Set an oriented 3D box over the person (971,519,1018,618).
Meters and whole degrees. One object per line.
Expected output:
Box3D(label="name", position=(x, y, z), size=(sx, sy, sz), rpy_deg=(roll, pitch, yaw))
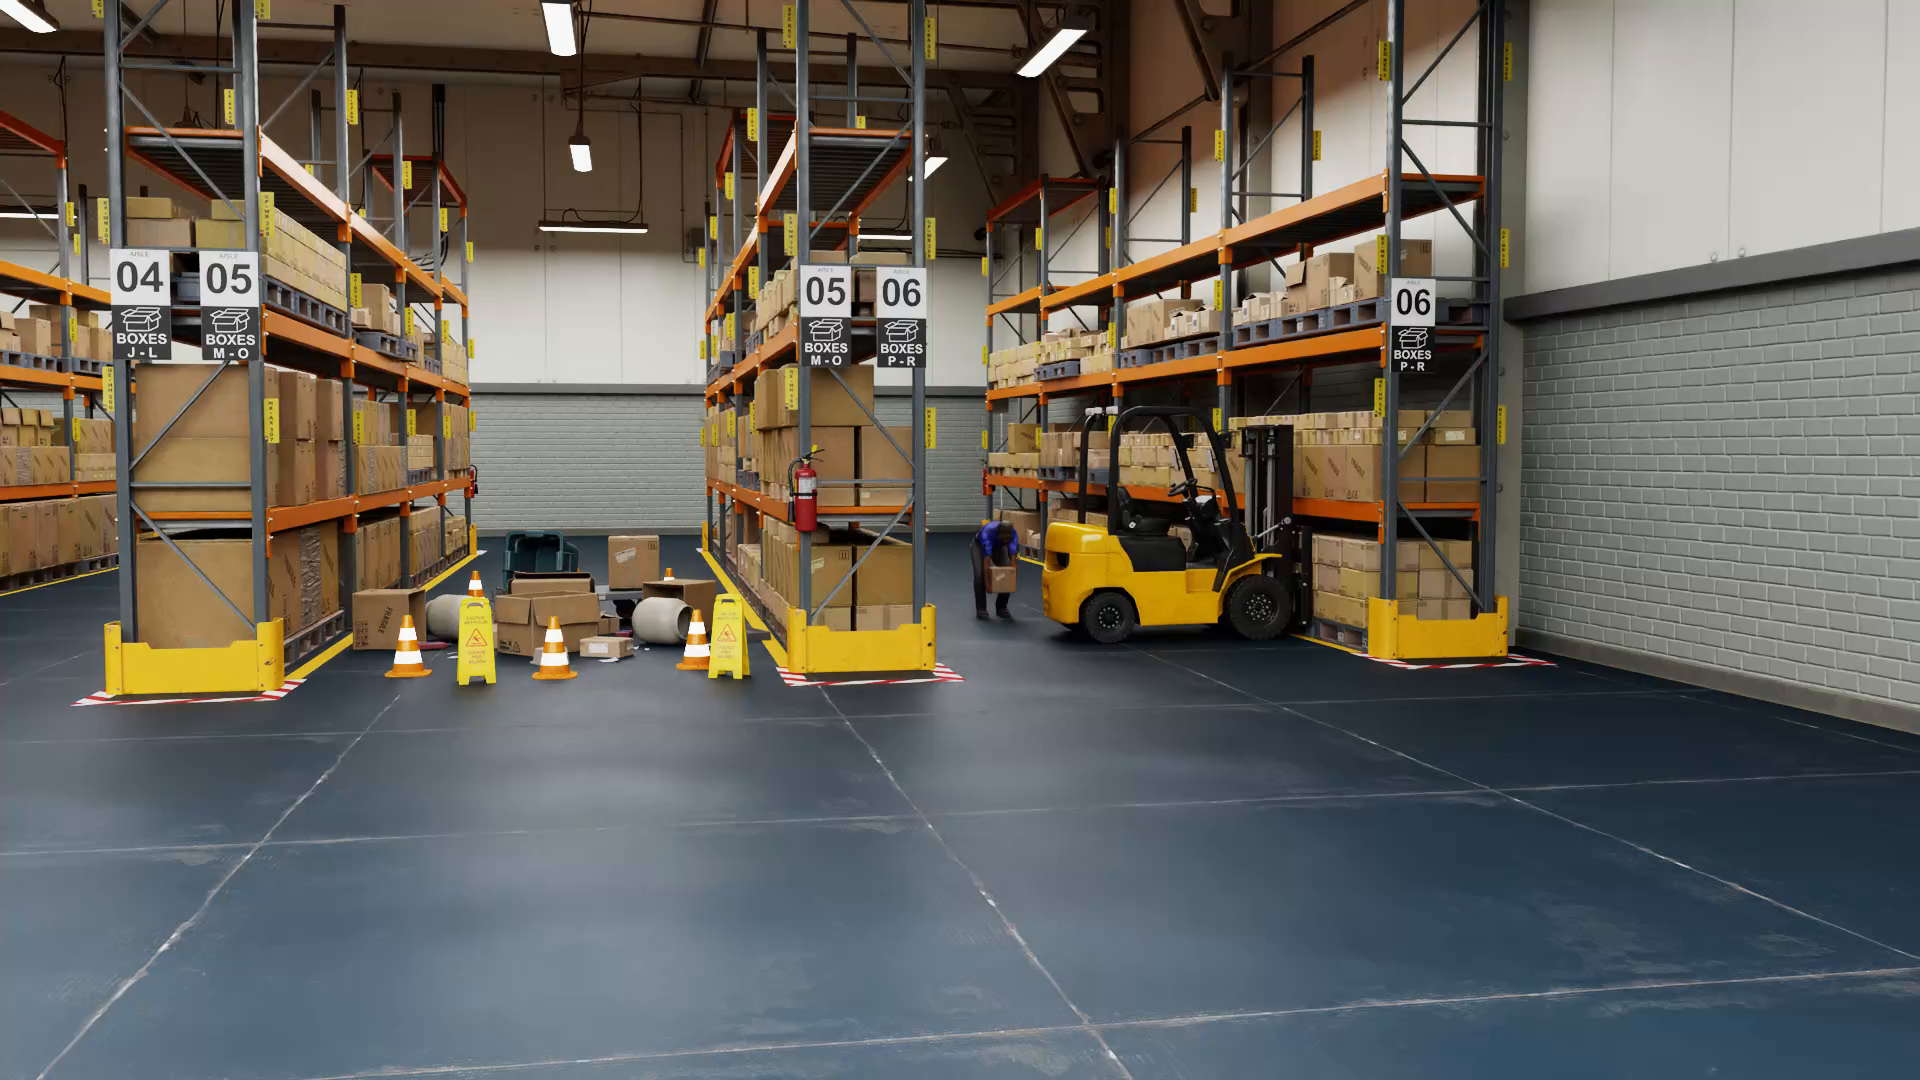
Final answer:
Box3D(label="person", position=(0.379, 0.294, 17.435), size=(0.451, 1.048, 0.857), rpy_deg=(-1, 3, -14))
